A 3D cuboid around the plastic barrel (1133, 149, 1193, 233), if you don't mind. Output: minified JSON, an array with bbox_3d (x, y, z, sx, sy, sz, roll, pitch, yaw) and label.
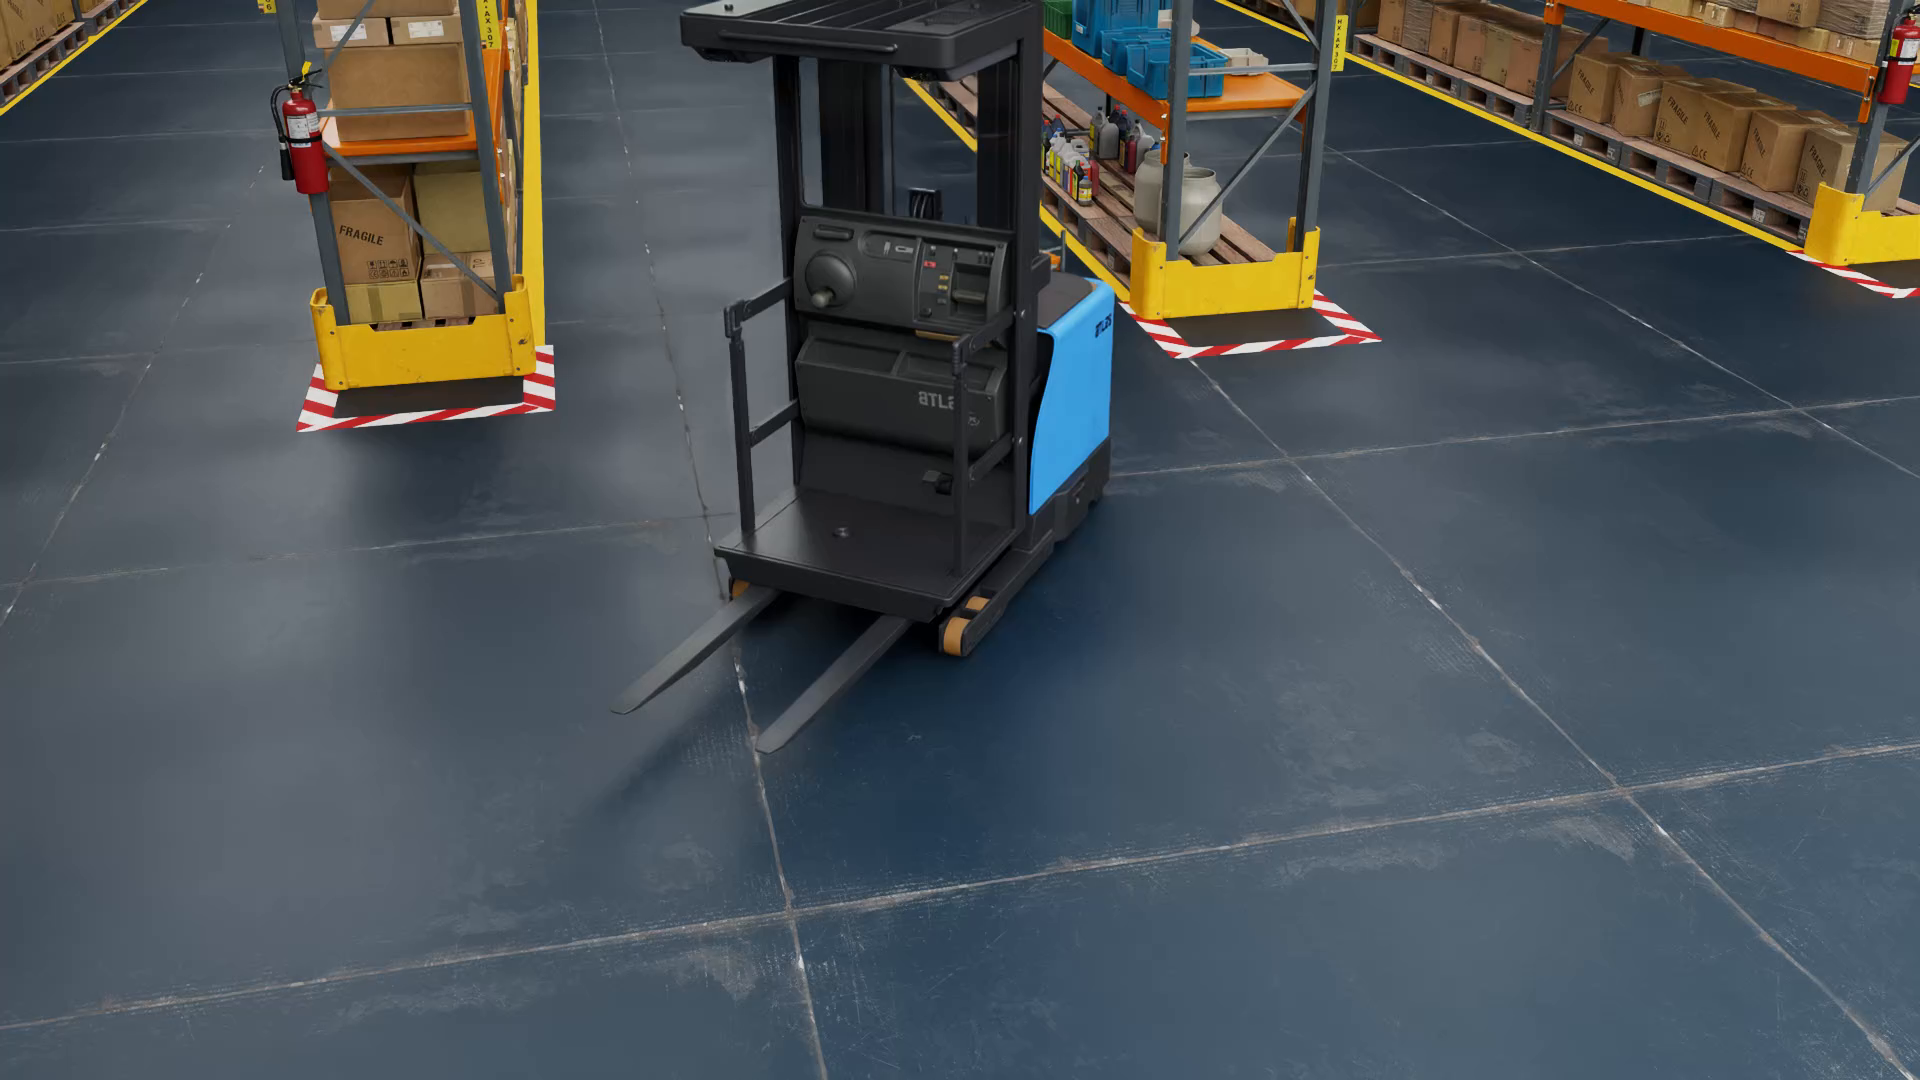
[{"bbox_3d":[1.415,-2.408,11.486,0.421,0.512,0.421,0,27,0],"label":"plastic barrel"}]

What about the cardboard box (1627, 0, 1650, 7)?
[{"bbox_3d":[5.639,-4.411,13.439,0.380,0.149,0.250,-6,27,-12],"label":"cardboard box"}]

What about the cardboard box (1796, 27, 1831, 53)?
[{"bbox_3d":[6.149,-3.539,11.711,0.380,0.149,0.250,-6,27,-12],"label":"cardboard box"}]

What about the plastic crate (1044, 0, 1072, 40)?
[{"bbox_3d":[0.880,-3.866,12.316,0.450,0.188,0.662,-6,27,-12],"label":"plastic crate"}]

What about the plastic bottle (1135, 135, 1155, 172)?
[{"bbox_3d":[1.424,-3.015,12.929,0.152,0.276,0.135,-5,27,-11],"label":"plastic bottle"}]

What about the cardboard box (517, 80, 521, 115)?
[{"bbox_3d":[-4.174,-3.922,14.776,0.500,0.250,0.500,-5,27,-11],"label":"cardboard box"}]

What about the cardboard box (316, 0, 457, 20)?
[{"bbox_3d":[-3.180,-3.182,9.174,0.700,0.500,0.500,-6,27,-11],"label":"cardboard box"}]

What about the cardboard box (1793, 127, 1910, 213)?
[{"bbox_3d":[6.452,-2.680,12.039,0.500,0.500,0.500,-1,27,-2],"label":"cardboard box"}]

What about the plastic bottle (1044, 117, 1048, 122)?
[{"bbox_3d":[0.697,-3.257,13.400,0.061,0.283,0.133,-6,27,-12],"label":"plastic bottle"}]

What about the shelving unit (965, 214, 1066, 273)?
[{"bbox_3d":[0.270,-1.027,8.453,0.258,1.200,0.503,-18,32,-31],"label":"shelving unit"}]

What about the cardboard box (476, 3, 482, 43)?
[{"bbox_3d":[-3.746,-3.704,11.648,0.700,0.500,0.500,-6,27,-12],"label":"cardboard box"}]

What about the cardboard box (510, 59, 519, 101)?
[{"bbox_3d":[-4.053,-3.949,14.207,0.500,0.311,0.500,-7,28,-13],"label":"cardboard box"}]

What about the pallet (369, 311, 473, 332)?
[{"bbox_3d":[-3.289,-1.415,10.319,1.003,0.211,1.213,-6,27,-12],"label":"pallet"}]

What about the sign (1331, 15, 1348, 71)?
[{"bbox_3d":[2.288,-3.007,10.072,0.100,0.325,0.005,-6,27,-12],"label":"sign"}]

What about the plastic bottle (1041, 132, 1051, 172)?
[{"bbox_3d":[0.666,-3.013,12.917,0.061,0.283,0.133,-5,27,-9],"label":"plastic bottle"}]

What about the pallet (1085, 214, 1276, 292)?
[{"bbox_3d":[1.510,-1.971,11.420,1.003,0.211,1.213,-6,27,-12],"label":"pallet"}]

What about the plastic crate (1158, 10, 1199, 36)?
[{"bbox_3d":[1.462,-3.781,12.204,0.530,0.136,0.437,-6,27,-12],"label":"plastic crate"}]

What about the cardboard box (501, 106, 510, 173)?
[{"bbox_3d":[-3.442,-2.758,11.638,0.500,0.500,0.500,-6,27,-12],"label":"cardboard box"}]

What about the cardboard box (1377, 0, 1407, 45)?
[{"bbox_3d":[4.944,-5.633,17.867,0.700,0.500,0.500,-7,28,-14],"label":"cardboard box"}]

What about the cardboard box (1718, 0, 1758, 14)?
[{"bbox_3d":[6.179,-4.185,12.272,0.875,0.500,0.500,-6,27,-12],"label":"cardboard box"}]

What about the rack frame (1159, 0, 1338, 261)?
[{"bbox_3d":[1.751,-2.830,10.027,1.000,3.000,0.127,-6,27,-12],"label":"rack frame"}]

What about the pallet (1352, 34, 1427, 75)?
[{"bbox_3d":[4.948,-5.257,17.930,1.003,0.211,1.213,-6,27,-12],"label":"pallet"}]

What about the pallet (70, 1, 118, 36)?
[{"bbox_3d":[-10.701,-6.189,19.777,1.003,0.211,1.213,-6,27,-12],"label":"pallet"}]

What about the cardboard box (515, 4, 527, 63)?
[{"bbox_3d":[-4.703,-5.150,16.909,0.500,0.500,0.500,-5,27,-9],"label":"cardboard box"}]

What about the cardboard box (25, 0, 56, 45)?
[{"bbox_3d":[-10.129,-5.657,17.549,0.750,0.750,0.750,-5,27,-10],"label":"cardboard box"}]

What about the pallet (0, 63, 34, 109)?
[{"bbox_3d":[-9.808,-4.445,16.321,1.003,0.211,1.213,-6,27,-12],"label":"pallet"}]

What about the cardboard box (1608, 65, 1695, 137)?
[{"bbox_3d":[5.863,-3.730,14.119,0.500,0.500,0.500,2,27,5],"label":"cardboard box"}]

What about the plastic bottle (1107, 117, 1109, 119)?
[{"bbox_3d":[1.235,-3.405,13.785,0.097,0.201,0.097,0,27,0],"label":"plastic bottle"}]

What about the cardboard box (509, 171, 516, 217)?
[{"bbox_3d":[-3.430,-2.424,11.810,0.500,0.250,0.500,-6,27,-12],"label":"cardboard box"}]

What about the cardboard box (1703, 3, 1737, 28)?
[{"bbox_3d":[5.871,-3.972,12.570,0.380,0.149,0.250,-6,27,-12],"label":"cardboard box"}]

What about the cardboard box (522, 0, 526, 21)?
[{"bbox_3d":[-5.174,-6.051,18.696,0.500,0.500,0.500,-6,27,-11],"label":"cardboard box"}]

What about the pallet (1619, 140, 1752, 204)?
[{"bbox_3d":[6.139,-3.016,13.491,1.003,0.211,1.213,-6,27,-12],"label":"pallet"}]

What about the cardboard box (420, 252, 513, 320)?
[{"bbox_3d":[-2.980,-1.546,10.070,0.500,0.250,0.500,-6,27,-12],"label":"cardboard box"}]

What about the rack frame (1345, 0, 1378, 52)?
[{"bbox_3d":[4.774,-6.845,17.982,1.000,3.000,0.127,-6,27,-12],"label":"rack frame"}]

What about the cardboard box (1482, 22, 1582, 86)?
[{"bbox_3d":[5.469,-4.652,15.924,0.700,0.500,0.500,-6,27,-12],"label":"cardboard box"}]

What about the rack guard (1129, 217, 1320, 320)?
[{"bbox_3d":[1.688,-1.742,10.647,1.175,0.500,0.348,-6,27,-12],"label":"rack guard"}]

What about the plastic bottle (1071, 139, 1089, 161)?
[{"bbox_3d":[0.904,-2.926,12.753,0.152,0.276,0.135,-6,27,-12],"label":"plastic bottle"}]

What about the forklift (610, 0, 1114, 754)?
[{"bbox_3d":[-0.337,-1.049,6.576,1.130,2.935,3.031,12,29,22],"label":"forklift"}]

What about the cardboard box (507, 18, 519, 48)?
[{"bbox_3d":[-4.521,-4.846,15.985,0.500,0.311,0.500,-5,27,-10],"label":"cardboard box"}]

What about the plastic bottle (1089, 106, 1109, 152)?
[{"bbox_3d":[1.135,-3.331,13.473,0.144,0.351,0.185,-6,27,-12],"label":"plastic bottle"}]

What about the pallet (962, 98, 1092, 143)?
[{"bbox_3d":[0.635,-3.682,14.810,1.003,0.211,1.213,-6,27,-12],"label":"pallet"}]

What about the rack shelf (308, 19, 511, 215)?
[{"bbox_3d":[-3.526,-2.885,10.935,1.077,0.370,4.000,-6,27,-12],"label":"rack shelf"}]

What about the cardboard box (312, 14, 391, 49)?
[{"bbox_3d":[-3.348,-2.811,9.159,0.380,0.149,0.250,-6,27,-12],"label":"cardboard box"}]

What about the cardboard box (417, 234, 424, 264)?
[{"bbox_3d":[-3.609,-1.712,10.398,0.500,0.250,0.500,-6,27,-12],"label":"cardboard box"}]

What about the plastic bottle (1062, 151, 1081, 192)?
[{"bbox_3d":[0.849,-2.746,12.396,0.152,0.276,0.135,-7,28,-13],"label":"plastic bottle"}]
